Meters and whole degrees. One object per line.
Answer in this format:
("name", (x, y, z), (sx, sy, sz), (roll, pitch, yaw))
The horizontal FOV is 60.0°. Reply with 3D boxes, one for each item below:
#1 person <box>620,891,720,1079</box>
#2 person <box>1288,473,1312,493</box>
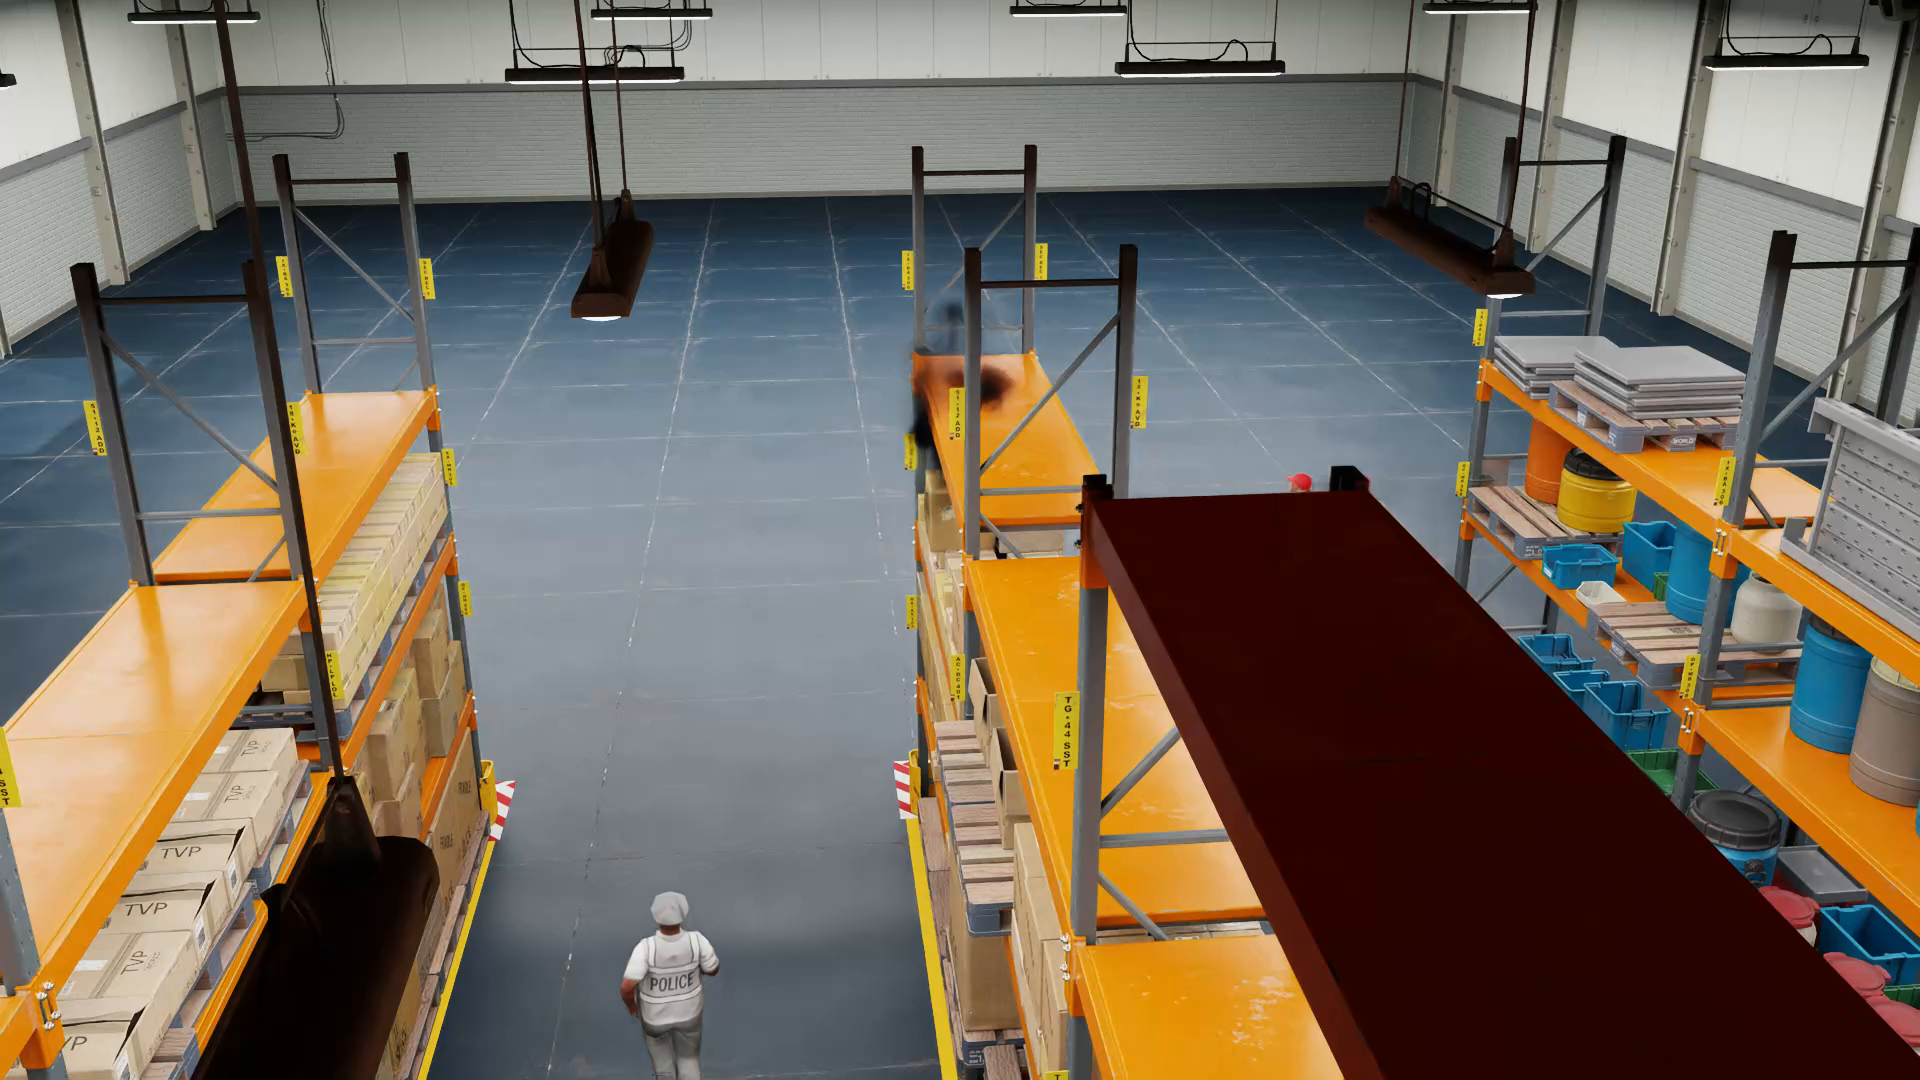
("person", (-1.948, 3.180, 11.267), (0.665, 1.820, 0.723), (-5, 22, -12))
("person", (3.785, 0.038, 19.109), (0.653, 1.744, 0.655), (6, 22, 14))
